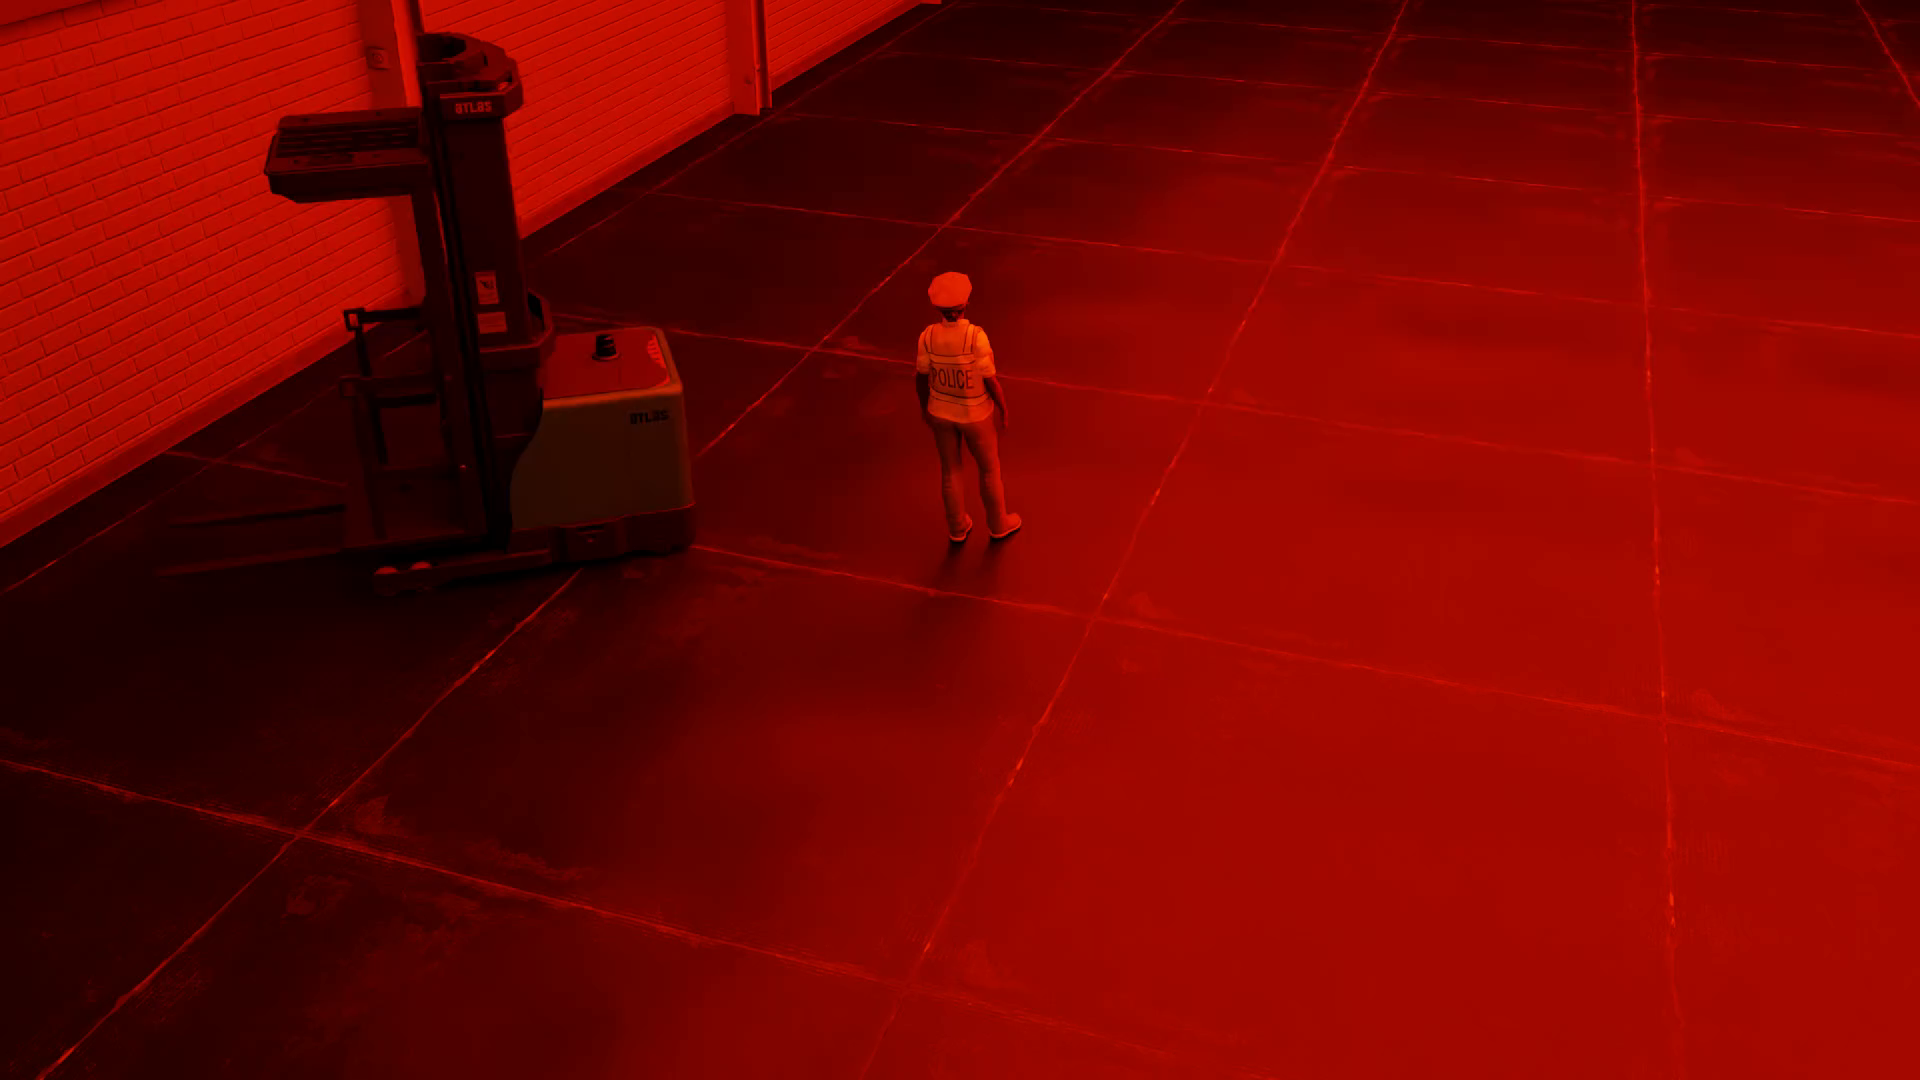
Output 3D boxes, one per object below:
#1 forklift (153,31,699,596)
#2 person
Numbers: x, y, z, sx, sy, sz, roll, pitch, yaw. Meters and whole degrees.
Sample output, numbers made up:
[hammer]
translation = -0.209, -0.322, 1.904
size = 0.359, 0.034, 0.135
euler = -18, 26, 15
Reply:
[forklift]
translation = -3.147, -1.242, 9.315
size = 3.031, 2.935, 1.130
euler = -8, 31, -14
[person]
translation = 0.043, -0.773, 9.729
size = 0.569, 1.692, 0.530
euler = 10, 31, 16
